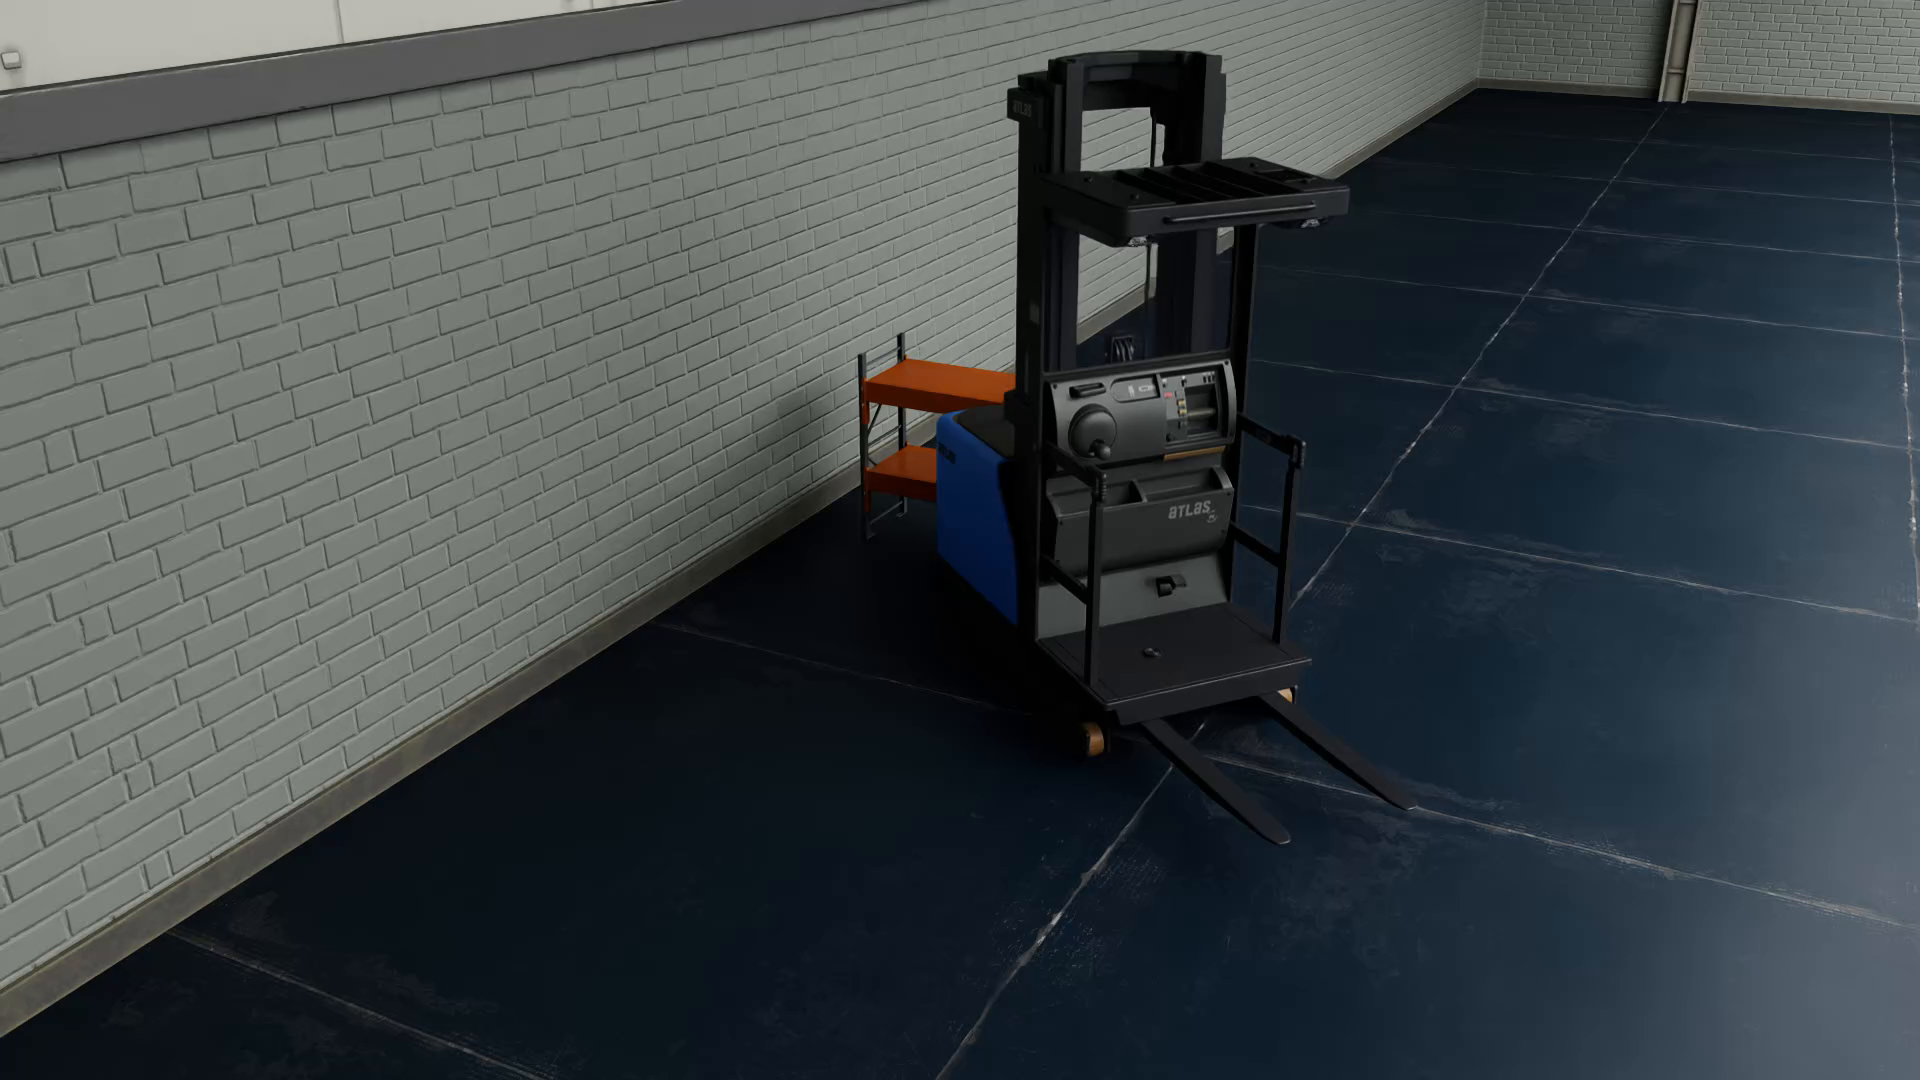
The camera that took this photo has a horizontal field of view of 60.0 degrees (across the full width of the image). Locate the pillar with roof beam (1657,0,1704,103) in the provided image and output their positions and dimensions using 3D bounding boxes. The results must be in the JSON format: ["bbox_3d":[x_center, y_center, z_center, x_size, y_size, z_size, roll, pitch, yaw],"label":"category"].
[{"bbox_3d":[9.075,-9.431,20.428,0.400,9.000,9.100,11,25,25],"label":"pillar with roof beam"}]

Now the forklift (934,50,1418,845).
[{"bbox_3d":[0.921,-0.563,7.329,1.130,2.935,3.031,-10,25,-22],"label":"forklift"}]

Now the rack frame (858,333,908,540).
[{"bbox_3d":[-0.448,-0.606,9.738,0.032,1.125,0.500,11,25,25],"label":"rack frame"}]

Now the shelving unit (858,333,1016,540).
[{"bbox_3d":[0.006,-0.516,9.527,1.048,1.125,0.538,11,25,25],"label":"shelving unit"}]

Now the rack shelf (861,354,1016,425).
[{"bbox_3d":[0.006,-0.786,9.413,1.000,0.278,0.538,11,25,25],"label":"rack shelf"}]

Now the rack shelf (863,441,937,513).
[{"bbox_3d":[0.006,-0.291,9.623,1.000,0.278,0.538,11,25,25],"label":"rack shelf"}]
